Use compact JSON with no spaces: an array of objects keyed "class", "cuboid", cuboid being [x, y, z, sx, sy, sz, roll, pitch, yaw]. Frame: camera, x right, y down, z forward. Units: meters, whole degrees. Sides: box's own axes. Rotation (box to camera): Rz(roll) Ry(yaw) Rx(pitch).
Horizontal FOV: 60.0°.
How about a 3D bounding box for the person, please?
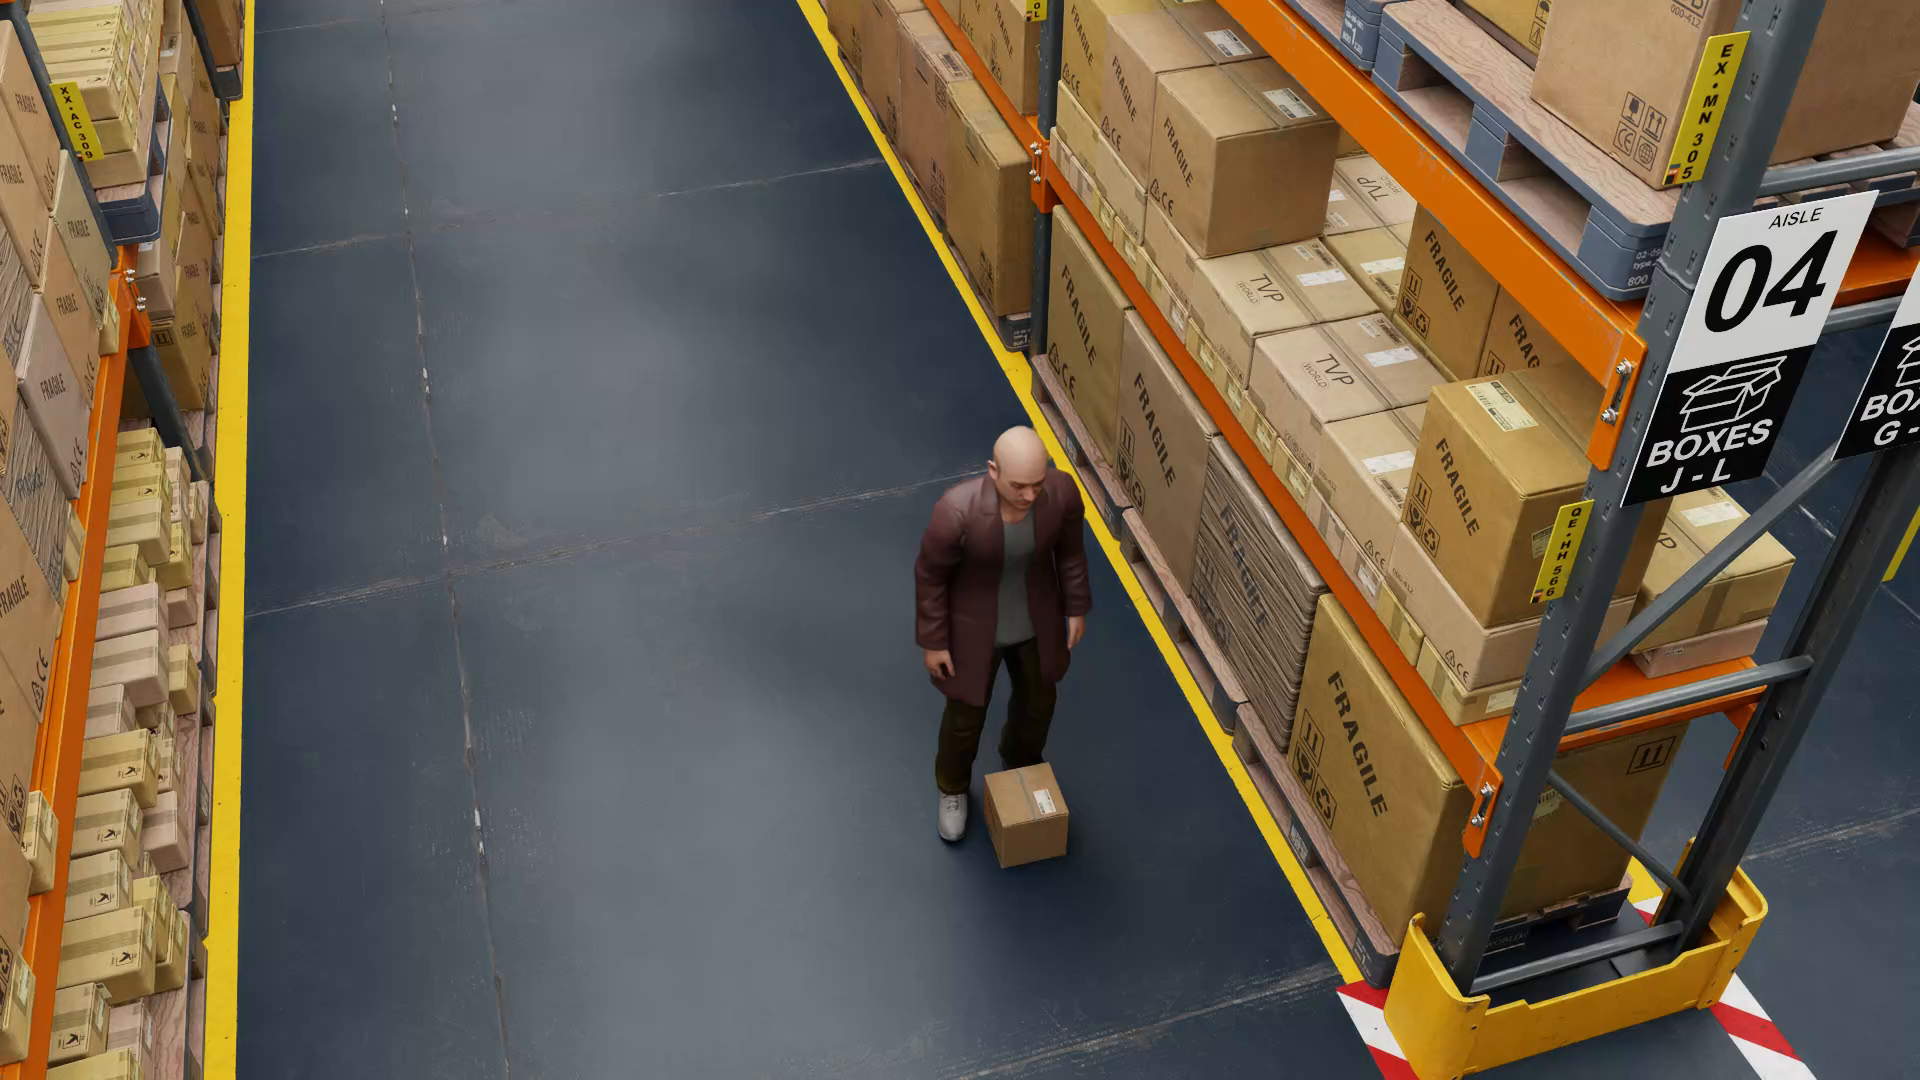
[{"class":"person","cuboid":[0.155,0.300,5.834,0.651,1.774,0.420,-12,43,-14]}]
